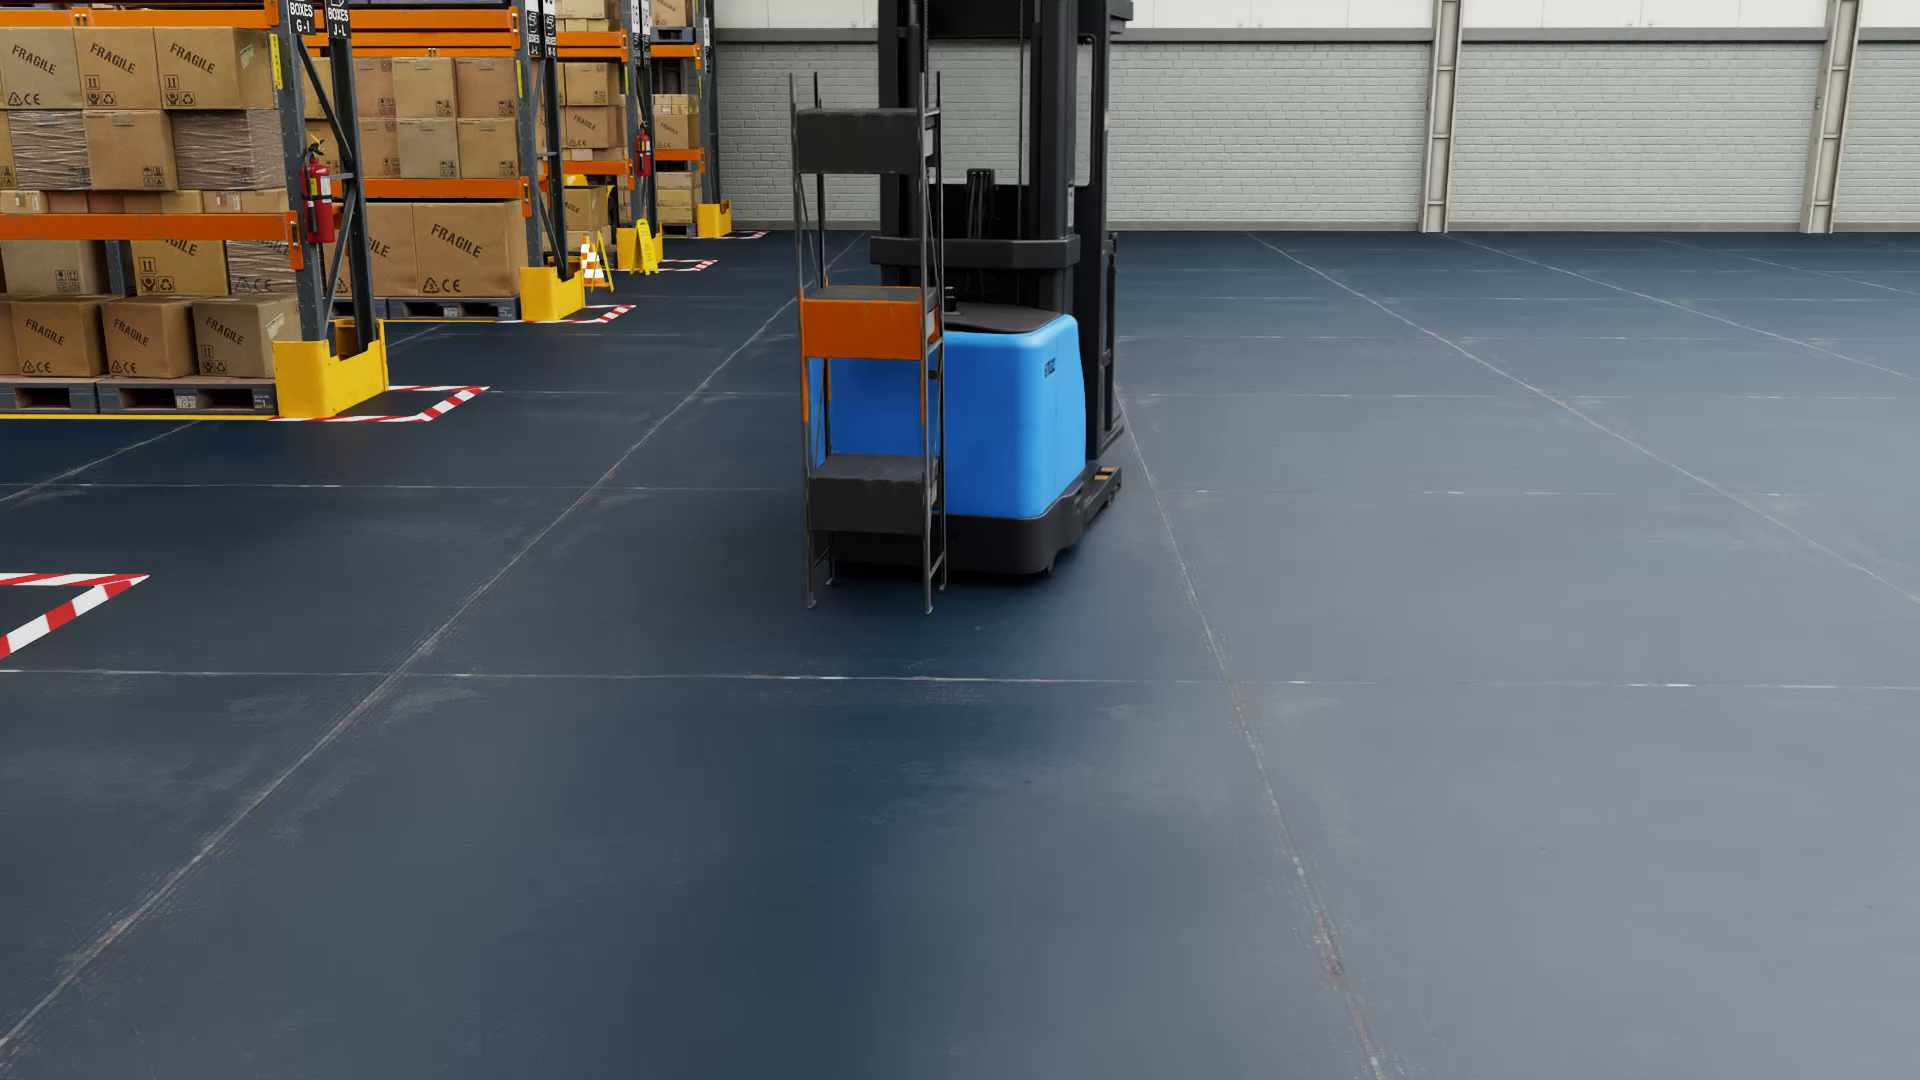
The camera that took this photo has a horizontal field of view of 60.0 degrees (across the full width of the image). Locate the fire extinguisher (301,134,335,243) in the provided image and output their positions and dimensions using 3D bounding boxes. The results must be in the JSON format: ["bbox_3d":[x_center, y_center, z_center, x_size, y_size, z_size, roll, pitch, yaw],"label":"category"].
[{"bbox_3d":[-4.100,-2.237,10.592,0.183,0.674,0.296,0,15,1],"label":"fire extinguisher"}]

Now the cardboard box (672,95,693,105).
[{"bbox_3d":[-4.190,-6.641,25.079,0.250,0.149,0.380,0,15,2],"label":"cardboard box"}]

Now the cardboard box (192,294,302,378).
[{"bbox_3d":[-4.827,-1.396,11.327,0.500,0.500,0.500,3,15,12],"label":"cardboard box"}]

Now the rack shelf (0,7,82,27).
[{"bbox_3d":[-9.973,-4.799,15.680,4.000,0.370,1.077,0,15,1],"label":"rack shelf"}]

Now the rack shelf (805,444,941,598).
[{"bbox_3d":[-0.341,-0.086,6.815,0.480,0.518,0.431,2,17,9],"label":"rack shelf"}]

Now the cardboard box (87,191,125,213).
[{"bbox_3d":[-5.493,-2.229,10.901,0.250,0.149,0.380,0,15,1],"label":"cardboard box"}]

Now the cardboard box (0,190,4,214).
[{"bbox_3d":[-6.244,-2.223,10.879,0.250,0.149,0.380,0,15,1],"label":"cardboard box"}]

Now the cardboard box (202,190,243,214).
[{"bbox_3d":[-4.743,-2.223,10.877,0.250,0.149,0.380,0,15,1],"label":"cardboard box"}]

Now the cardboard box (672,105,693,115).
[{"bbox_3d":[-4.181,-6.479,25.050,0.250,0.149,0.380,1,15,2],"label":"cardboard box"}]

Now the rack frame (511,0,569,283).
[{"bbox_3d":[-3.975,-3.657,15.822,0.127,3.000,1.000,0,15,1],"label":"rack frame"}]

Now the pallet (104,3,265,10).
[{"bbox_3d":[-7.156,-5.083,15.519,1.213,0.211,1.003,0,15,1],"label":"pallet"}]

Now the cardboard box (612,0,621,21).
[{"bbox_3d":[-4.446,-6.513,20.478,0.500,0.250,0.500,0,15,0],"label":"cardboard box"}]

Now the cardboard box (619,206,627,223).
[{"bbox_3d":[-5.301,-4.993,25.453,0.500,0.250,0.500,1,15,2],"label":"cardboard box"}]

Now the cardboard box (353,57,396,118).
[{"bbox_3d":[-5.454,-4.283,15.782,0.550,0.550,0.875,0,15,1],"label":"cardboard box"}]

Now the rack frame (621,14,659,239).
[{"bbox_3d":[-3.950,-4.920,20.610,0.127,3.000,1.000,0,15,1],"label":"rack frame"}]

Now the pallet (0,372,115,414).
[{"bbox_3d":[-6.307,-1.068,11.475,1.213,0.211,1.003,0,15,1],"label":"pallet"}]

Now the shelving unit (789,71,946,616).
[{"bbox_3d":[-0.346,-0.769,6.608,0.503,2.100,0.431,2,17,9],"label":"shelving unit"}]

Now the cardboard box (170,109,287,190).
[{"bbox_3d":[-4.752,-2.596,11.020,0.500,0.500,0.875,0,15,1],"label":"cardboard box"}]

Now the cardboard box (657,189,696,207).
[{"bbox_3d":[-4.321,-5.225,25.351,0.500,0.250,0.500,0,15,1],"label":"cardboard box"}]

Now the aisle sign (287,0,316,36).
[{"bbox_3d":[-4.149,-3.573,10.407,0.004,0.787,0.394,0,15,1],"label":"aisle sign"}]

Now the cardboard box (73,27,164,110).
[{"bbox_3d":[-5.259,-3.011,10.634,0.500,0.500,0.500,0,15,1],"label":"cardboard box"}]

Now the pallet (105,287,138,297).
[{"bbox_3d":[-8.747,-2.321,16.223,1.213,0.211,1.003,0,15,1],"label":"pallet"}]

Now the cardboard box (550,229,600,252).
[{"bbox_3d":[-4.789,-3.731,20.667,0.500,0.250,0.500,0,15,1],"label":"cardboard box"}]

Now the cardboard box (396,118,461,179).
[{"bbox_3d":[-4.898,-3.719,15.761,0.550,0.550,0.875,0,15,1],"label":"cardboard box"}]

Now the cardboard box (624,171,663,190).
[{"bbox_3d":[-4.806,-5.468,25.294,0.500,0.250,0.500,1,15,2],"label":"cardboard box"}]

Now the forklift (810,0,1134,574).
[{"bbox_3d":[0.221,-1.604,8.176,1.130,2.935,3.031,4,15,15],"label":"forklift"}]

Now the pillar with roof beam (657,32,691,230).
[{"bbox_3d":[-4.610,-8.223,21.369,0.400,9.000,9.100,0,15,1],"label":"pillar with roof beam"}]

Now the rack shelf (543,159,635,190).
[{"bbox_3d":[-5.949,-4.586,20.751,4.000,0.370,1.077,0,15,1],"label":"rack shelf"}]

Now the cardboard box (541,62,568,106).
[{"bbox_3d":[-4.972,-5.549,20.253,0.500,0.500,0.700,1,15,2],"label":"cardboard box"}]

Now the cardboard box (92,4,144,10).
[{"bbox_3d":[-10.422,-6.470,20.401,0.637,0.503,0.797,0,15,1],"label":"cardboard box"}]

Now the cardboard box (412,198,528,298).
[{"bbox_3d":[-4.655,-2.821,15.993,0.875,0.875,0.875,0,15,2],"label":"cardboard box"}]

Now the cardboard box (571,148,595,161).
[{"bbox_3d":[-4.585,-4.720,20.343,0.250,0.149,0.380,0,15,1],"label":"cardboard box"}]

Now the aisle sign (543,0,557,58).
[{"bbox_3d":[-3.897,-4.990,15.779,0.004,0.787,0.394,0,15,1],"label":"aisle sign"}]

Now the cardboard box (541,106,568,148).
[{"bbox_3d":[-5.000,-5.050,20.323,0.500,0.500,0.500,0,15,2],"label":"cardboard box"}]

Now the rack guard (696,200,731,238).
[{"bbox_3d":[-3.803,-4.977,25.726,0.348,0.500,1.175,0,15,1],"label":"rack guard"}]

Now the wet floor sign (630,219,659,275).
[{"bbox_3d":[-3.787,-3.508,19.871,0.232,0.644,0.267,6,16,21],"label":"wet floor sign"}]

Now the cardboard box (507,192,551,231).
[{"bbox_3d":[-5.279,-4.098,20.588,0.500,0.500,0.500,1,15,4],"label":"cardboard box"}]

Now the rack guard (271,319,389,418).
[{"bbox_3d":[-4.279,-1.185,11.351,0.348,0.500,1.175,0,15,1],"label":"rack guard"}]

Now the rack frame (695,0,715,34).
[{"bbox_3d":[-3.827,-9.087,24.642,0.127,3.000,1.000,0,15,1],"label":"rack frame"}]

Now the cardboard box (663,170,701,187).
[{"bbox_3d":[-4.303,-5.595,25.772,0.500,0.250,0.500,0,15,1],"label":"cardboard box"}]

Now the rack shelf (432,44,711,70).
[{"bbox_3d":[-5.826,-7.302,25.166,4.000,0.370,1.077,0,15,1],"label":"rack shelf"}]

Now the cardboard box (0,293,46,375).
[{"bbox_3d":[-6.608,-1.415,11.400,0.500,0.500,0.500,-1,15,-4],"label":"cardboard box"}]

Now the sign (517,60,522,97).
[{"bbox_3d":[-4.003,-4.193,15.120,0.005,0.325,0.100,0,15,1],"label":"sign"}]

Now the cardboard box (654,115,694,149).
[{"bbox_3d":[-4.326,-6.171,25.153,0.500,0.500,0.500,0,15,0],"label":"cardboard box"}]

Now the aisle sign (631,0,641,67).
[{"bbox_3d":[-3.895,-6.103,19.996,0.004,0.787,0.394,0,15,1],"label":"aisle sign"}]

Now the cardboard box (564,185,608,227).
[{"bbox_3d":[-4.773,-4.232,21.098,0.500,0.500,0.500,0,15,0],"label":"cardboard box"}]

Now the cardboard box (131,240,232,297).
[{"bbox_3d":[-7.347,-2.837,16.055,0.875,0.875,0.875,1,15,2],"label":"cardboard box"}]

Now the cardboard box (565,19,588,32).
[{"bbox_3d":[-4.563,-6.173,19.972,0.250,0.149,0.380,0,15,2],"label":"cardboard box"}]

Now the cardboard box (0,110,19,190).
[{"bbox_3d":[-6.253,-2.589,10.994,0.500,0.500,0.875,0,15,1],"label":"cardboard box"}]

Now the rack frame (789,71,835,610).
[{"bbox_3d":[-0.586,-0.779,6.647,0.015,2.100,0.400,2,17,9],"label":"rack frame"}]

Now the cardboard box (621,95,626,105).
[{"bbox_3d":[-4.947,-6.650,25.114,0.250,0.149,0.380,0,15,2],"label":"cardboard box"}]
